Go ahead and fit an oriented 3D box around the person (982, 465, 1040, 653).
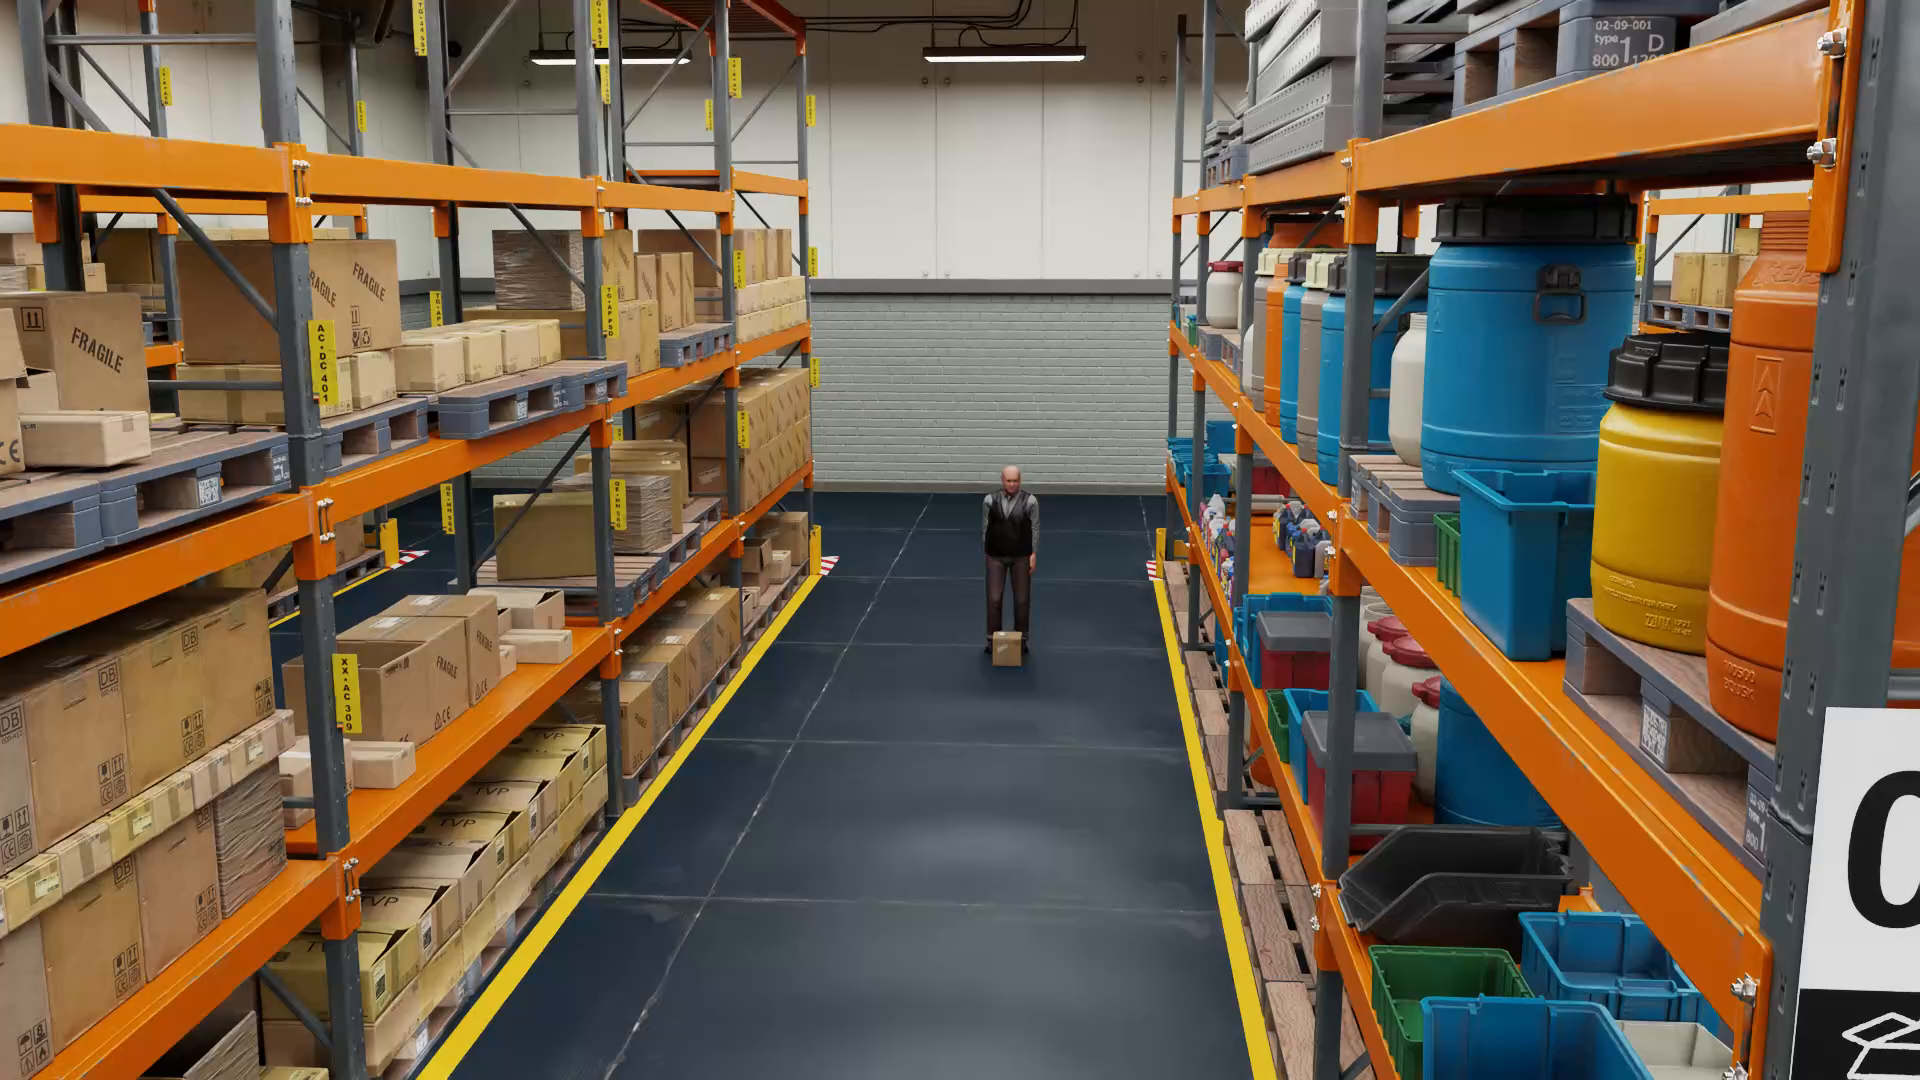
[{"bbox_3d":[0.462,0.170,15.130,0.534,1.717,0.356,1,11,5],"label":"person"}]
